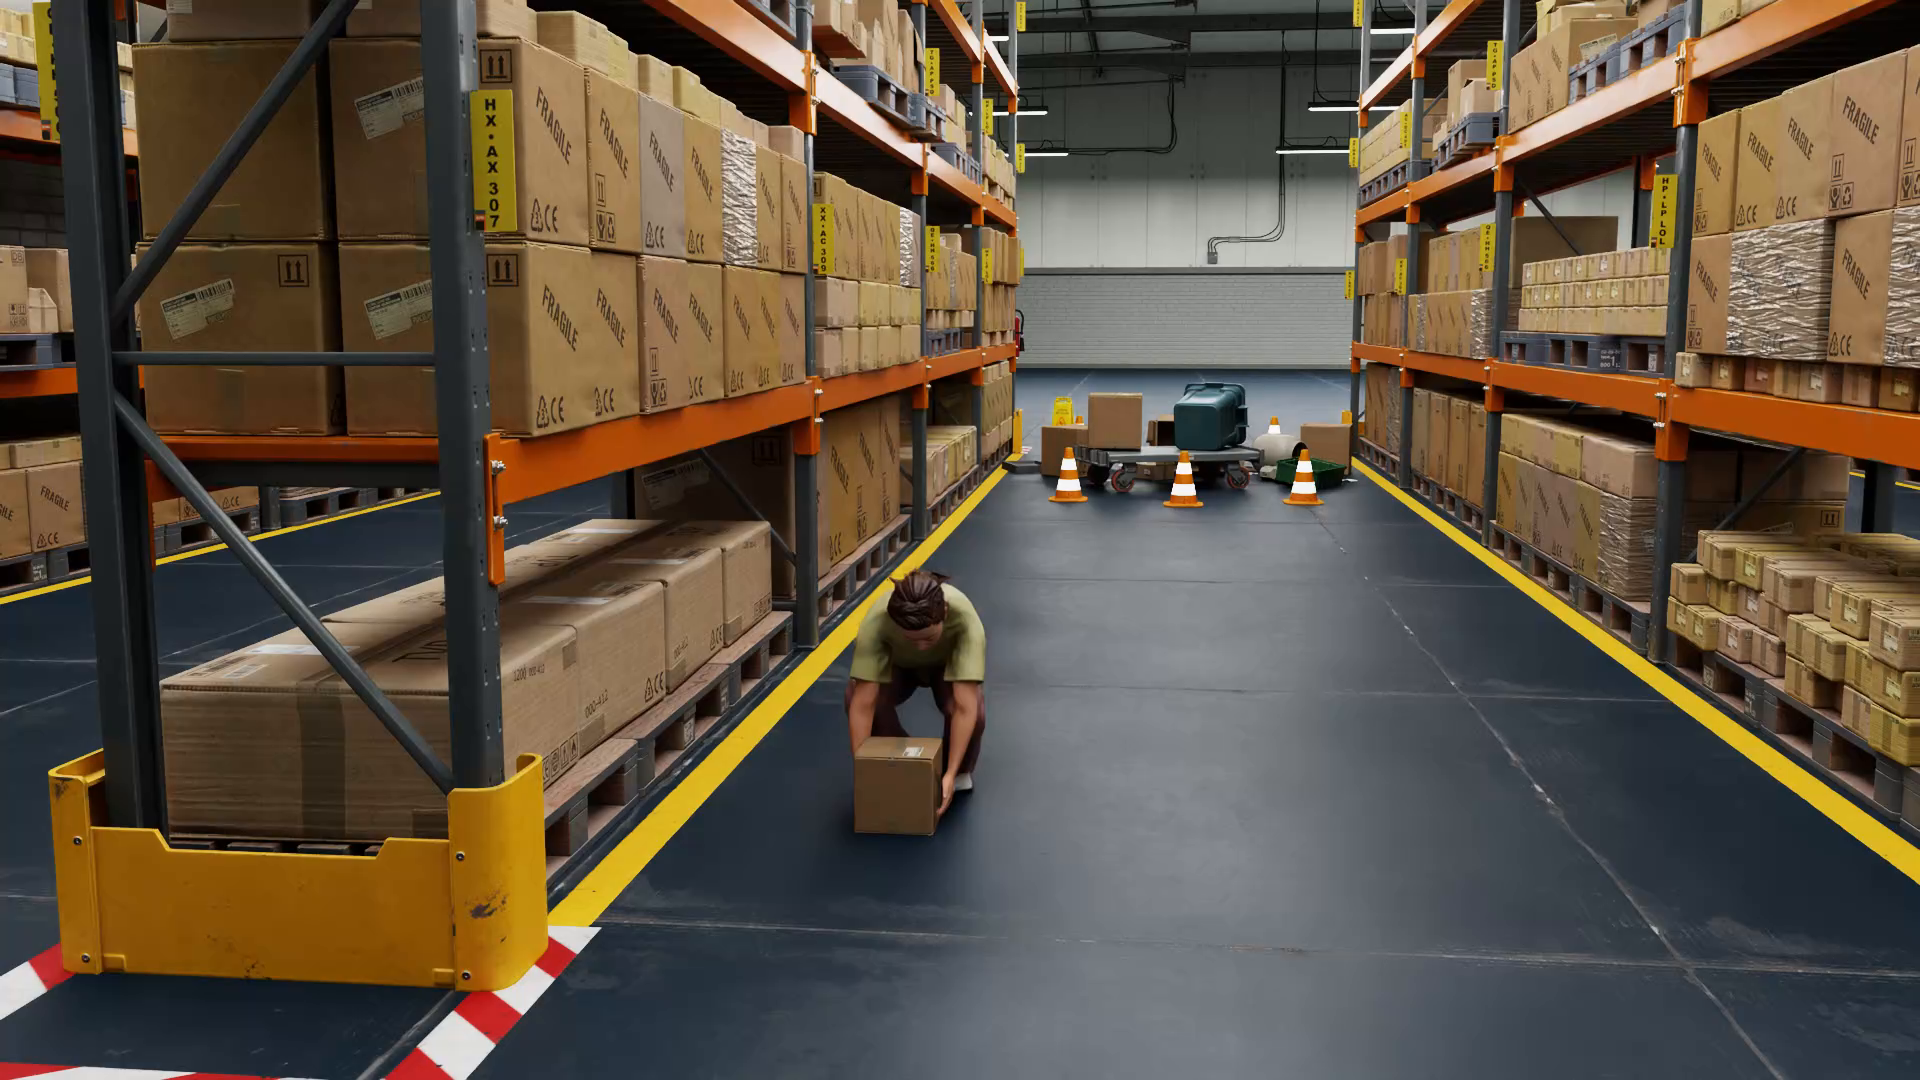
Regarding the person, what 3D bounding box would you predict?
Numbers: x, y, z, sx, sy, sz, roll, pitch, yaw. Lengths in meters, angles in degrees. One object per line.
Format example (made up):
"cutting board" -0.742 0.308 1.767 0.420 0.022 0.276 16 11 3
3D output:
"person" -0.133 0.468 5.597 0.469 0.807 0.805 1 8 8
